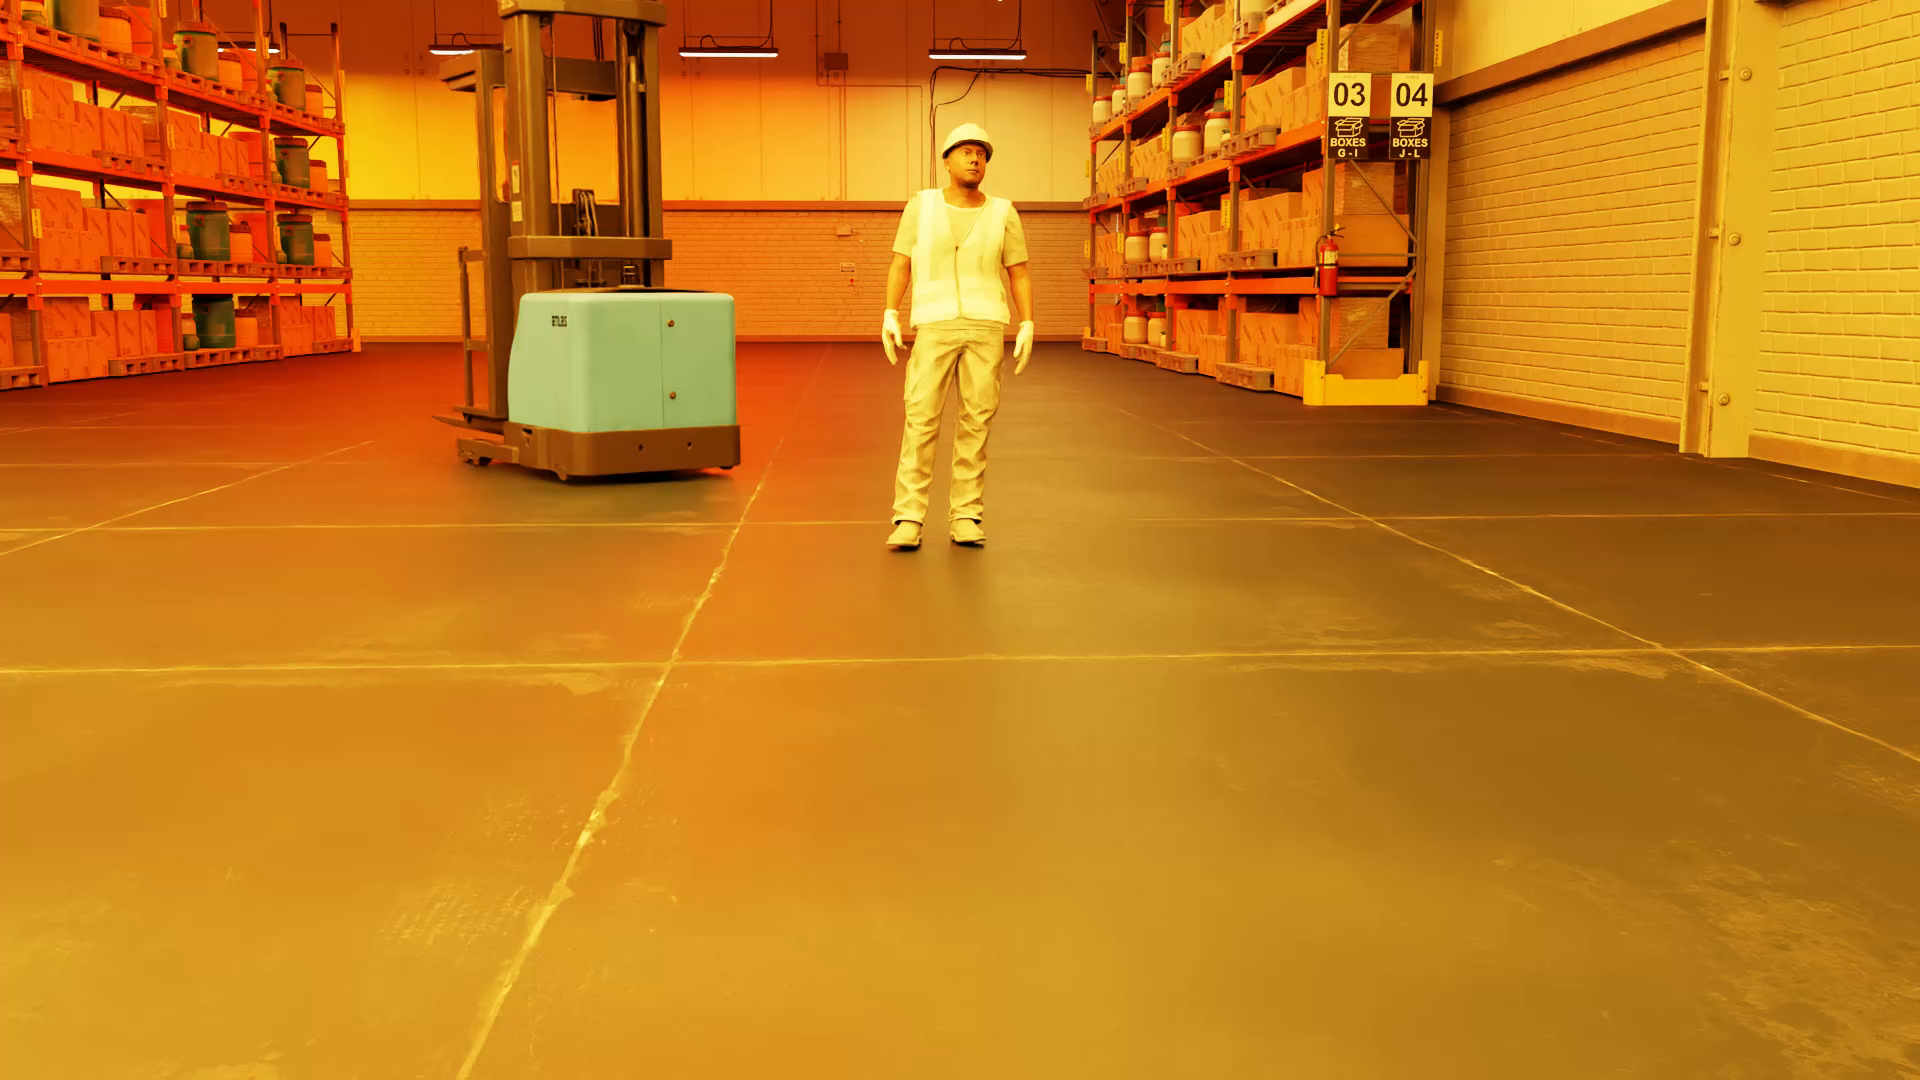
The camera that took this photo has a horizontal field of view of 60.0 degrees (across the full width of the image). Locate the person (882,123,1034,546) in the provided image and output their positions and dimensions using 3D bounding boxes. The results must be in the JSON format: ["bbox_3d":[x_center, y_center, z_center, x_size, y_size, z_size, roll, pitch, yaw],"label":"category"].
[{"bbox_3d":[-0.004,-0.879,7.106,0.657,1.785,0.575,-1,8,-4],"label":"person"}]

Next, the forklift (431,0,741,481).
[{"bbox_3d":[-2.561,-1.954,10.488,1.130,2.935,3.031,-6,10,-35],"label":"forklift"}]
